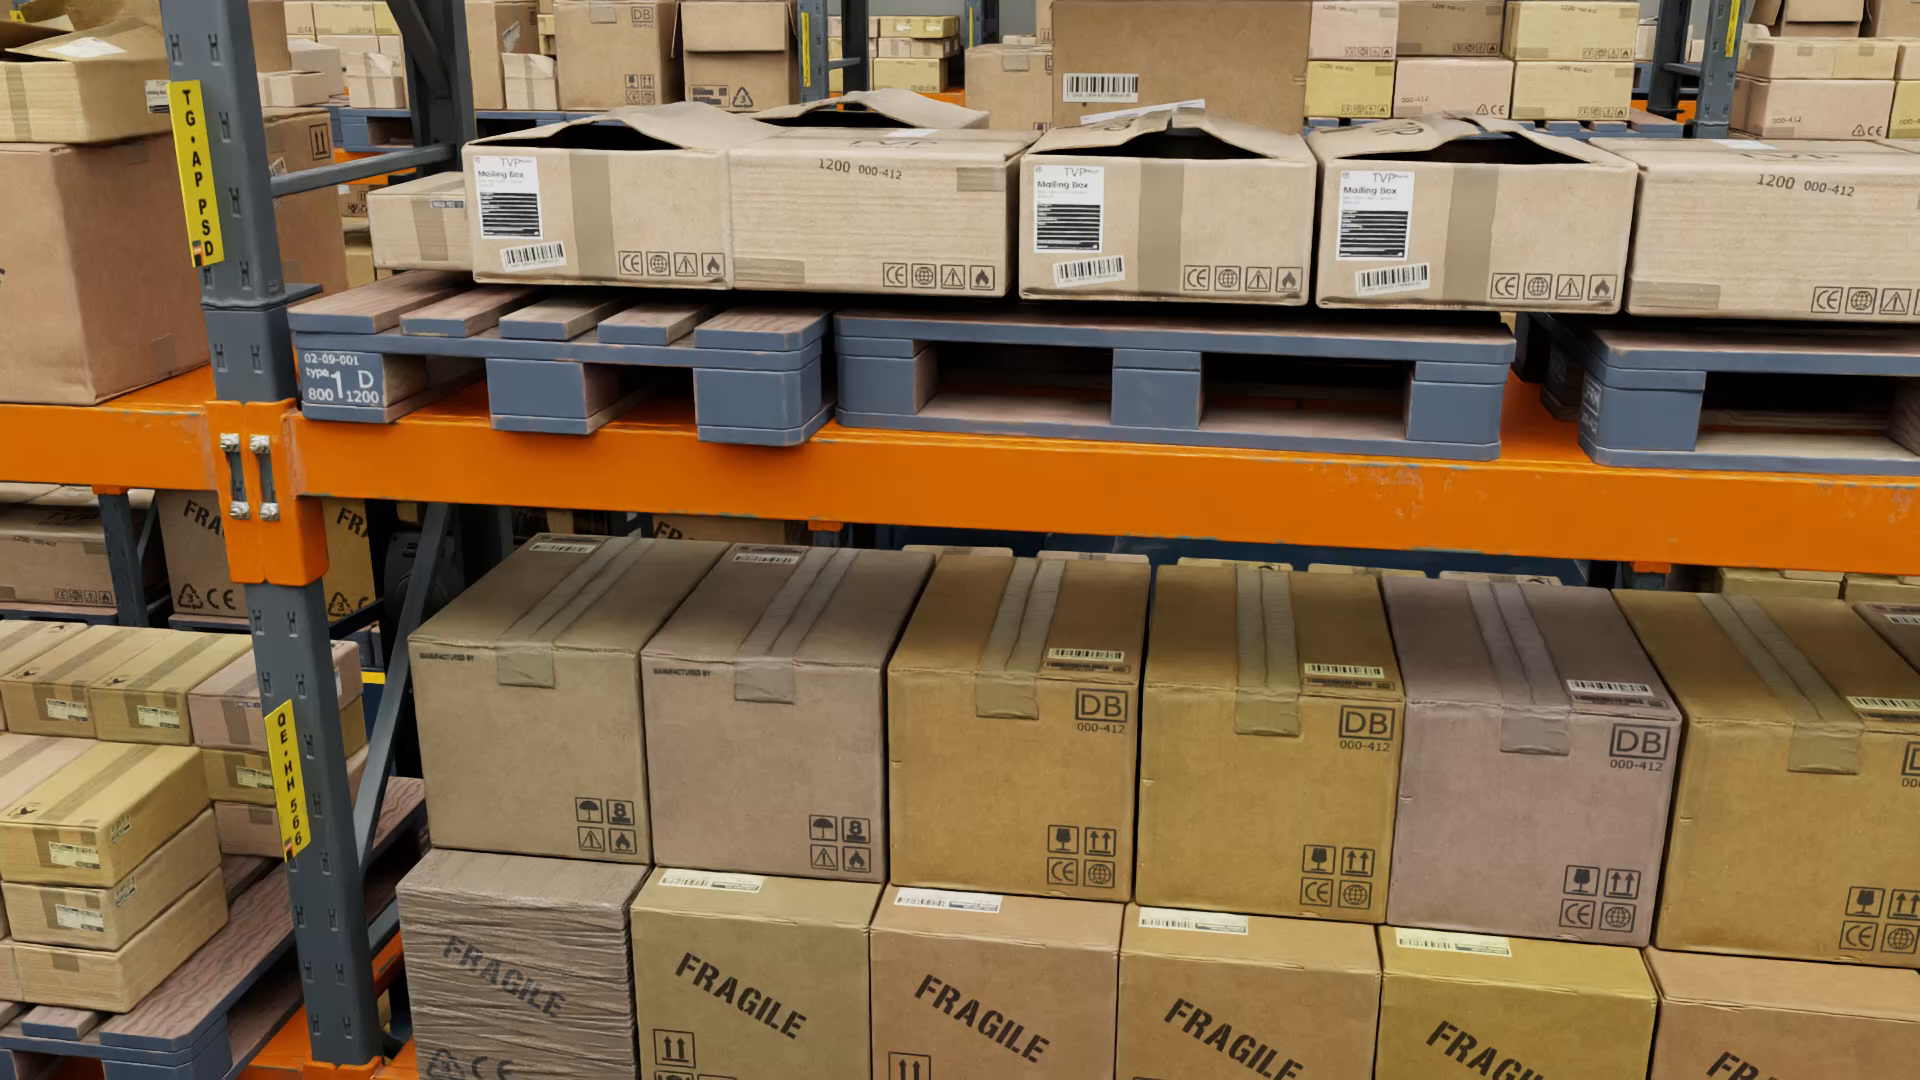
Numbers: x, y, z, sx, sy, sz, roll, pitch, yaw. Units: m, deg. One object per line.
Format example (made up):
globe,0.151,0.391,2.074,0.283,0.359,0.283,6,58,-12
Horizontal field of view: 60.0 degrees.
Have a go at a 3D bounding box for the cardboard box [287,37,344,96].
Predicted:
cardboard box,-3.657,-2.525,8.872,0.500,0.311,0.500,3,19,9

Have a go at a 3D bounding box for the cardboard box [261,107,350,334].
cardboard box,-1.818,-0.749,3.928,0.500,0.500,0.500,3,19,9

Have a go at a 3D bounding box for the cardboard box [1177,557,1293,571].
cardboard box,1.423,0.431,8.768,0.625,0.372,0.950,4,19,10

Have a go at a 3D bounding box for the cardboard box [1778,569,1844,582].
cardboard box,3.992,0.060,7.864,0.250,0.149,0.380,3,19,9

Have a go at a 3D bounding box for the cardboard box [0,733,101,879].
cardboard box,-2.101,0.577,3.648,0.250,0.149,0.380,3,19,8

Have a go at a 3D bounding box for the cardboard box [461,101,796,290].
cardboard box,-0.617,-0.688,3.226,0.500,0.311,0.500,3,19,9

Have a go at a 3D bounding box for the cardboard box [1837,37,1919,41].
cardboard box,4.197,-2.225,7.637,0.250,0.149,0.380,3,19,10

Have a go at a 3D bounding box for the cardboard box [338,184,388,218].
cardboard box,-5.205,-3.063,14.315,0.500,0.500,0.500,2,19,7

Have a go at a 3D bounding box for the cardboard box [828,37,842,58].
cardboard box,-0.976,-3.800,12.813,0.250,0.149,0.380,3,19,9

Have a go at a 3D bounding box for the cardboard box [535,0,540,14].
cardboard box,-3.464,-4.372,13.371,0.258,0.266,0.396,3,19,8

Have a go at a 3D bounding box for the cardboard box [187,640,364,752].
cardboard box,-1.726,0.387,4.215,0.250,0.149,0.380,3,19,9

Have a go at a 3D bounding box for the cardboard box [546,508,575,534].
cardboard box,-2.160,-0.021,9.325,0.875,0.875,0.875,3,19,9

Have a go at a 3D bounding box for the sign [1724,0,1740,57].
sign,3.254,-2.201,6.992,0.005,0.325,0.100,3,19,9

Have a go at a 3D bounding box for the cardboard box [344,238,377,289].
cardboard box,-3.170,-1.290,8.698,0.500,0.500,0.500,2,19,7

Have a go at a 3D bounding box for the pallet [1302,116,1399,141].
pallet,1.721,-1.970,8.033,1.003,0.211,1.213,3,19,9

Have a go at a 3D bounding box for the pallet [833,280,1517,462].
pallet,0.452,-0.428,3.426,1.213,0.211,1.003,4,19,11

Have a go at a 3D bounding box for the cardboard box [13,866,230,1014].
cardboard box,-1.856,0.873,3.702,0.250,0.149,0.380,3,19,10

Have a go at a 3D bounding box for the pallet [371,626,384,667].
pallet,-2.579,0.475,9.552,1.213,0.211,1.003,3,19,9

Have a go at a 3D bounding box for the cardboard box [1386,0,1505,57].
cardboard box,2.331,-2.486,8.064,0.500,0.250,0.500,3,19,7

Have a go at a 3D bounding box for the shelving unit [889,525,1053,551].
shelving unit,0.084,-0.707,11.052,1.048,1.500,0.538,3,19,9

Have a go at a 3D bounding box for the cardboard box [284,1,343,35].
cardboard box,-5.315,-4.209,13.409,0.500,0.250,0.500,3,19,10

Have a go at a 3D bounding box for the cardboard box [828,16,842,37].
cardboard box,-0.972,-3.954,12.804,0.250,0.149,0.380,3,19,8

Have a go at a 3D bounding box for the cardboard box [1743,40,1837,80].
cardboard box,3.598,-2.084,7.217,0.250,0.149,0.380,3,19,8

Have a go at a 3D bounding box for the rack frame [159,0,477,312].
rack frame,-1.296,-2.011,3.133,0.127,3.000,1.000,3,19,9

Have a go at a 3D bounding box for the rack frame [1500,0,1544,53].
rack frame,4.122,-4.921,11.829,0.127,3.000,1.000,3,19,9

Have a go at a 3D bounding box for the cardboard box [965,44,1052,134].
cardboard box,0.323,-2.141,8.091,0.500,0.500,0.700,3,19,9

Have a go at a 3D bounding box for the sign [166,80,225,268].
sign,-1.385,-0.664,3.019,0.005,0.325,0.100,3,19,9

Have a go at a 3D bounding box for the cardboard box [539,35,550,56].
cardboard box,-3.295,-3.865,12.977,0.250,0.149,0.380,3,19,9

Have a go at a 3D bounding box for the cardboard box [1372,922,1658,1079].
cardboard box,1.097,0.994,3.447,0.500,0.500,0.500,3,19,9

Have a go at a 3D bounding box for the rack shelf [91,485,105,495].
rack shelf,-6.535,-0.683,9.751,4.000,0.370,1.077,3,19,9

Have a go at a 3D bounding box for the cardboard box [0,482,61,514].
cardboard box,-6.047,-0.018,10.005,0.875,0.438,0.875,2,19,7

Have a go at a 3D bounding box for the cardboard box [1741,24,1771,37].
cardboard box,5.539,-3.512,11.737,0.258,0.266,0.396,2,19,7

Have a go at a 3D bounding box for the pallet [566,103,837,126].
pallet,-1.255,-2.071,8.336,1.003,0.211,1.213,4,19,11

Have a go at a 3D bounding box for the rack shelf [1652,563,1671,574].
rack shelf,5.313,-0.079,7.946,4.000,0.370,1.077,3,19,9

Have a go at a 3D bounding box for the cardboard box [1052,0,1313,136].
cardboard box,0.464,-0.883,3.511,0.500,0.500,0.500,3,19,9

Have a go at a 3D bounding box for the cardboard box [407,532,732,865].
cardboard box,-0.855,0.338,3.833,0.500,0.500,0.700,3,19,8

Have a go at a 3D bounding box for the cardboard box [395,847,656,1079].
cardboard box,-0.896,0.893,3.749,0.500,0.500,0.500,3,19,9

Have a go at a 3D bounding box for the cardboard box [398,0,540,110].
cardboard box,-2.397,-2.389,8.170,0.500,0.500,0.500,3,19,9

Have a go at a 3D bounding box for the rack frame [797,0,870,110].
rack frame,-0.611,-3.567,7.783,0.127,3.000,1.000,3,19,9

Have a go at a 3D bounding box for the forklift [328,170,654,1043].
forklift,-1.827,0.212,6.051,1.130,2.935,3.031,7,20,19

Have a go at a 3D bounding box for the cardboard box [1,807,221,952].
cardboard box,-1.856,0.730,3.659,0.250,0.149,0.380,3,19,10

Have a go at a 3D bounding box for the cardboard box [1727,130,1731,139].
cardboard box,3.699,-1.904,7.936,0.250,0.149,0.380,3,19,9

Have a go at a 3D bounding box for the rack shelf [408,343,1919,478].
rack shelf,0.678,-0.240,3.391,3.809,0.124,0.919,3,19,9

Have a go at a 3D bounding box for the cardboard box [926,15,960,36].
cardboard box,-0.147,-4.064,13.135,0.250,0.149,0.380,2,19,7

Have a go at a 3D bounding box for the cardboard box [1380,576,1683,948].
cardboard box,1.155,0.439,3.530,0.500,0.500,0.700,3,19,9
